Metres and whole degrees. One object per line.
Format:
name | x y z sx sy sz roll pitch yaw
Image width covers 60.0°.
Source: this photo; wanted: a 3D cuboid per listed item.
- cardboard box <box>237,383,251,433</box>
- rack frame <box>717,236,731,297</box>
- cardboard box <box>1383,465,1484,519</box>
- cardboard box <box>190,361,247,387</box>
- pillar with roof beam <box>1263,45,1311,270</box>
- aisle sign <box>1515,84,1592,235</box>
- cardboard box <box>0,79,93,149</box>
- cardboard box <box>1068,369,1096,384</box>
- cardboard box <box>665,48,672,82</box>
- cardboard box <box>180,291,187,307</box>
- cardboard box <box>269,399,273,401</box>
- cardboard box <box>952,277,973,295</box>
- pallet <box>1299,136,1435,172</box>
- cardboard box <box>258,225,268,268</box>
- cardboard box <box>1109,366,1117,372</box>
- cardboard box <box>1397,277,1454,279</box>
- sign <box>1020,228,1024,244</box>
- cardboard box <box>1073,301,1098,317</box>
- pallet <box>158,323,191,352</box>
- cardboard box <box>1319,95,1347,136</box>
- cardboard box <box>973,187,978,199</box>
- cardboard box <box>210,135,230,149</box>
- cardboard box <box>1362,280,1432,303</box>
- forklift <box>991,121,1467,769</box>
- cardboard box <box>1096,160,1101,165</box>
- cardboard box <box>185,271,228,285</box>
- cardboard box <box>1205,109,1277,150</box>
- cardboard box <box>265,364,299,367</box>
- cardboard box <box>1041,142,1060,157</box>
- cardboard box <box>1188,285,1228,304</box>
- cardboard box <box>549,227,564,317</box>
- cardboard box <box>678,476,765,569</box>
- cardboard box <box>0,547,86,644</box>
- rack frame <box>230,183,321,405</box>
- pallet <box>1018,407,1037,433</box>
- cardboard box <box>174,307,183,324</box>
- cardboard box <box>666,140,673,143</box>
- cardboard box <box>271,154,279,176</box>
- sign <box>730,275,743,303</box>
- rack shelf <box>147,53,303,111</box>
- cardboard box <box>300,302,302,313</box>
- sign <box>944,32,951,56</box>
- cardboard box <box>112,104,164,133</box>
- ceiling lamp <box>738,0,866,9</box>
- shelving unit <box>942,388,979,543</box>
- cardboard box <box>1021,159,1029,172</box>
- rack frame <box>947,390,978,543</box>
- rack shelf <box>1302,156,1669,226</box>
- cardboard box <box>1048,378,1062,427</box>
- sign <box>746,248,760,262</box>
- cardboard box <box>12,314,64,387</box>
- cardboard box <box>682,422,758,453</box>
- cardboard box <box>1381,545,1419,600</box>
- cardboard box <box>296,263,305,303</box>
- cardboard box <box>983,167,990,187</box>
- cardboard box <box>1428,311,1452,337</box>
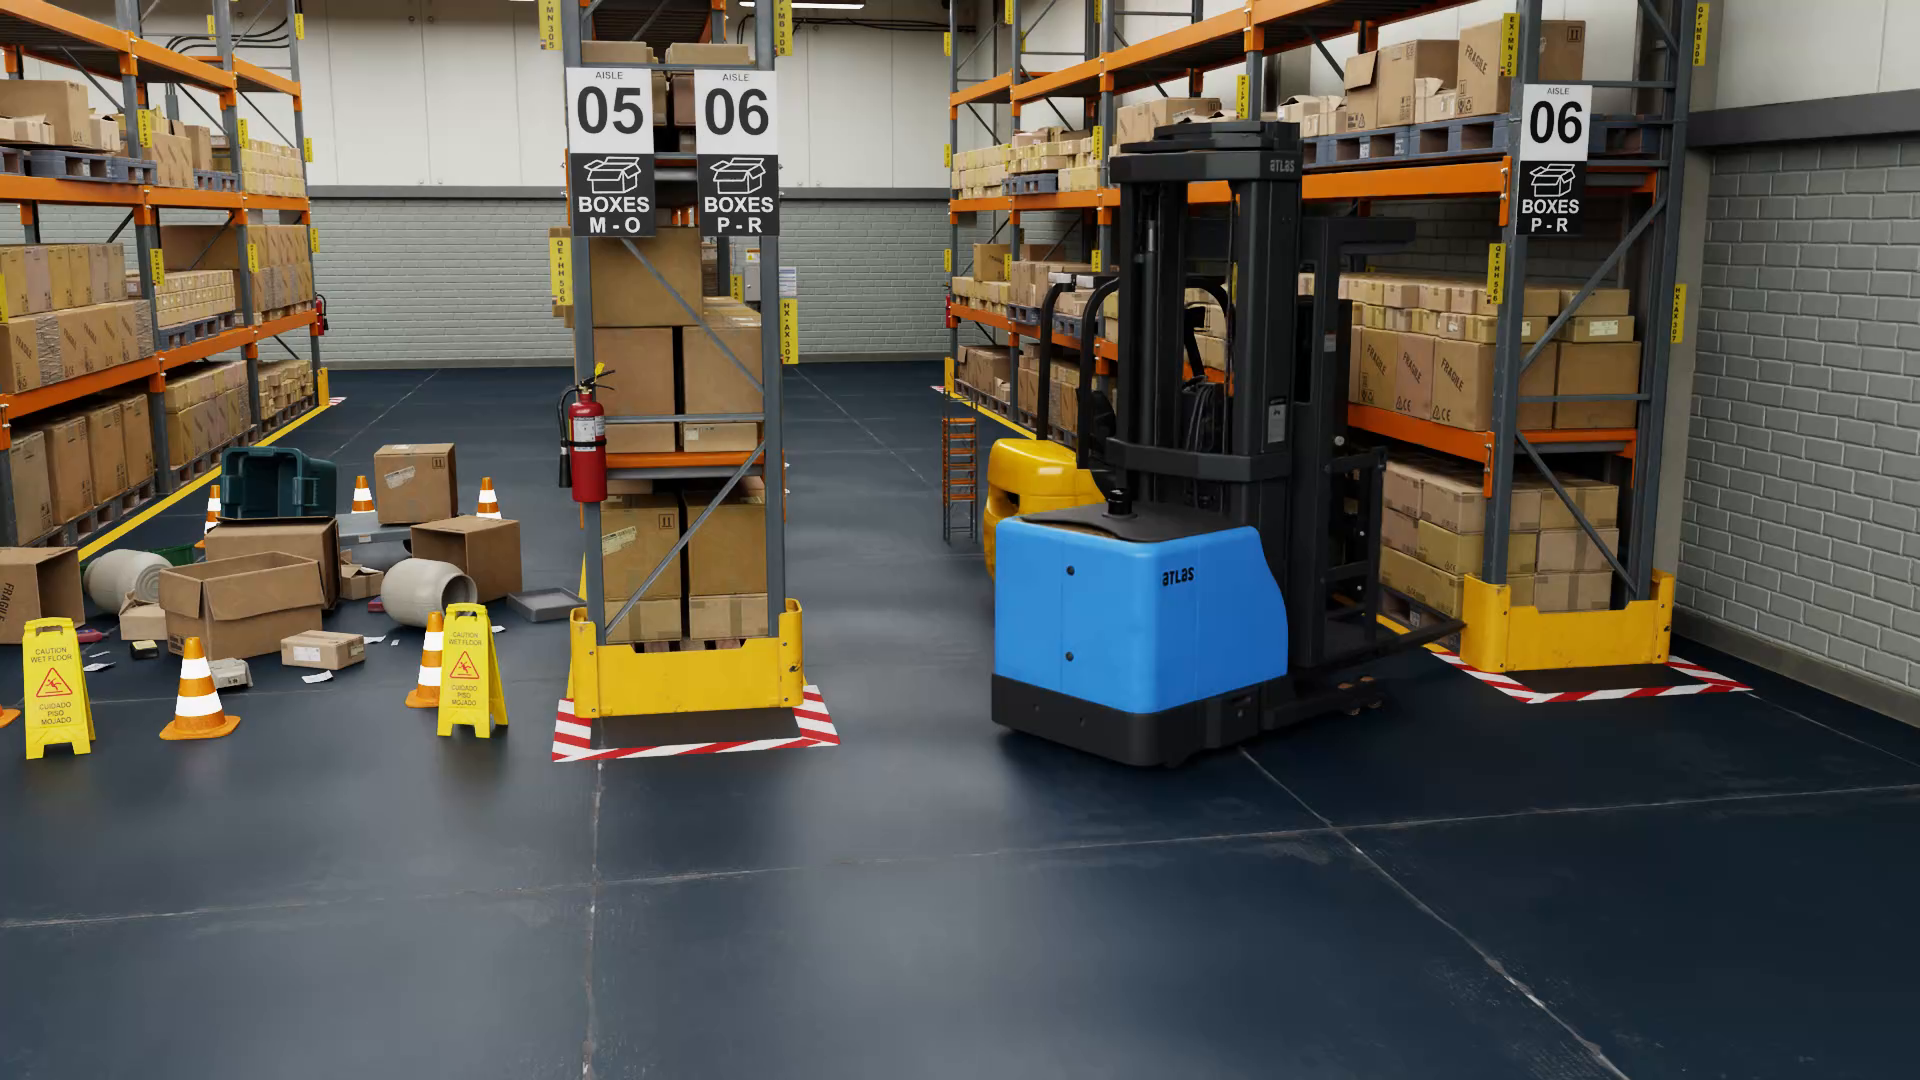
cardboard box | -8.179 -1.460 18.405 0.500 0.500 0.500 -2 11 -12
rack frame | -2.179 -1.339 12.209 1.000 3.000 0.127 -2 11 -11
cardboard box | 2.967 -0.300 10.306 0.500 0.250 0.500 -2 11 -10
cardboard box | -8.178 -1.827 18.330 0.500 0.250 0.500 -2 11 -13
pillar with roof beam | -1.174 -4.838 14.548 9.100 9.000 0.400 -2 11 -11
aisle sign | 3.192 -2.041 8.945 0.394 0.787 0.004 -2 11 -11
cardboard box | -7.180 -3.344 13.061 0.500 0.500 0.500 -2 11 -11
cardboard box | 1.420 -1.827 18.600 0.380 0.149 0.250 -2 11 -12
cardboard box | -1.334 -2.466 8.645 0.380 0.149 0.250 -2 11 -11
cardboard box | -7.896 -2.390 16.482 0.380 0.149 0.250 -2 11 -11
cardboard box | -8.576 -1.629 20.236 0.380 0.149 0.250 -2 11 -12
cardboard box | 0.180 -3.701 24.222 0.500 0.250 0.500 -2 11 -11
pallet | 2.881 -2.795 12.072 1.003 0.211 1.213 -2 11 -11
cardboard box | -8.535 -3.480 19.722 0.500 0.500 0.500 -2 11 -13
cardboard box | 1.812 -1.893 18.948 0.380 0.149 0.250 -2 11 -11
cardboard box | 3.265 -1.751 11.574 0.380 0.149 0.250 -2 11 -12
sign | 0.904 -4.462 24.674 0.100 0.325 0.005 -2 11 -11
cardboard box | 1.407 -2.443 17.560 0.380 0.149 0.250 -2 11 -10
pallet | -8.036 -1.907 15.705 1.213 0.211 1.003 -2 11 -11
cardboard box | 2.680 -2.900 11.357 0.396 0.266 0.258 -2 11 -12
cardboard box | 0.392 -4.720 22.620 0.380 0.149 0.250 -2 11 -11
cardboard box | -8.389 -4.511 18.851 0.380 0.149 0.250 -2 11 -12
cardboard box | 2.887 -1.640 10.991 0.380 0.149 0.250 -2 11 -10
forklift | 1.584 -0.607 8.546 3.031 2.935 1.130 -10 14 -41
cardboard box | 1.606 -3.906 17.008 0.380 0.149 0.250 -2 11 -10
cardboard box | -8.248 -2.867 18.195 0.380 0.149 0.250 -2 11 -13
cardboard box | 2.310 -3.329 13.492 0.500 0.311 0.500 -2 11 -13
cardboard box | -8.841 -2.211 21.700 0.380 0.149 0.250 -3 11 -13
cardboard box | 1.119 -4.388 18.693 0.380 0.149 0.250 -2 11 -11
cardboard box | 2.160 -2.079 14.097 0.380 0.149 0.250 -2 11 -13
cardboard box | -2.005 -1.561 9.636 0.700 0.500 0.500 -2 11 -12
cardboard box | -1.398 -0.087 9.859 0.500 0.500 0.500 -3 11 -13
cardboard box | -5.706 0.334 10.100 0.500 0.500 0.500 0 11 -1
rack frame | -9.348 -3.341 22.730 1.000 3.000 0.127 -2 11 -11
pallet | 1.329 -1.470 20.354 1.003 0.211 1.213 -2 11 -11
cardboard box | -7.841 -2.195 16.253 0.380 0.149 0.250 -2 11 -8
cardboard box | -1.531 -2.535 10.074 0.500 0.250 0.500 -2 11 -10
cardboard box | -8.725 -4.631 20.546 0.500 0.250 0.500 -3 11 -13
sign | -1.648 -1.785 12.240 0.100 0.325 0.005 -2 11 -11
rack shelf | -8.960 -5.567 20.309 1.077 0.370 4.000 -2 11 -11
cardboard box | -8.933 -3.076 22.007 0.380 0.149 0.250 -2 11 -12
sign | -0.177 -7.146 23.965 0.100 0.325 0.005 -2 11 -11
cardboard box | -7.701 -3.952 15.599 0.396 0.266 0.258 -2 11 -11
ceiling lamp | -2.449 -9.943 25.756 2.000 3.185 0.800 -2 11 -11
shelving unit | 0.003 -0.587 13.070 0.258 1.200 0.189 -2 11 -11
cardboard box | 0.929 -4.383 19.459 0.380 0.149 0.250 -2 11 -10
rack frame | 0.021 -0.570 12.982 0.240 1.200 0.006 -2 11 -11
rack shelf | 3.078 -2.274 11.021 1.077 0.370 4.000 -2 11 -11
cardboard box | 1.308 -1.585 19.062 0.500 0.500 0.500 -3 11 -13
sign | -3.638 -5.065 29.574 0.339 0.242 0.001 -2 11 -11
cardboard box | -6.952 -1.388 12.202 0.500 0.500 0.500 -2 11 -11
cardboard box | -1.264 -0.552 8.745 0.380 0.149 0.250 -2 11 -11
cardboard box | 2.979 0.192 10.398 0.500 0.250 0.500 -2 11 -11
cardboard box | -8.914 -3.369 21.811 0.500 0.500 0.500 -2 11 -12
cardboard box | 0.594 -4.802 21.988 0.500 0.250 0.500 -2 11 -10
cardboard box | 3.056 -1.303 10.020 0.380 0.149 0.250 -2 11 -10
